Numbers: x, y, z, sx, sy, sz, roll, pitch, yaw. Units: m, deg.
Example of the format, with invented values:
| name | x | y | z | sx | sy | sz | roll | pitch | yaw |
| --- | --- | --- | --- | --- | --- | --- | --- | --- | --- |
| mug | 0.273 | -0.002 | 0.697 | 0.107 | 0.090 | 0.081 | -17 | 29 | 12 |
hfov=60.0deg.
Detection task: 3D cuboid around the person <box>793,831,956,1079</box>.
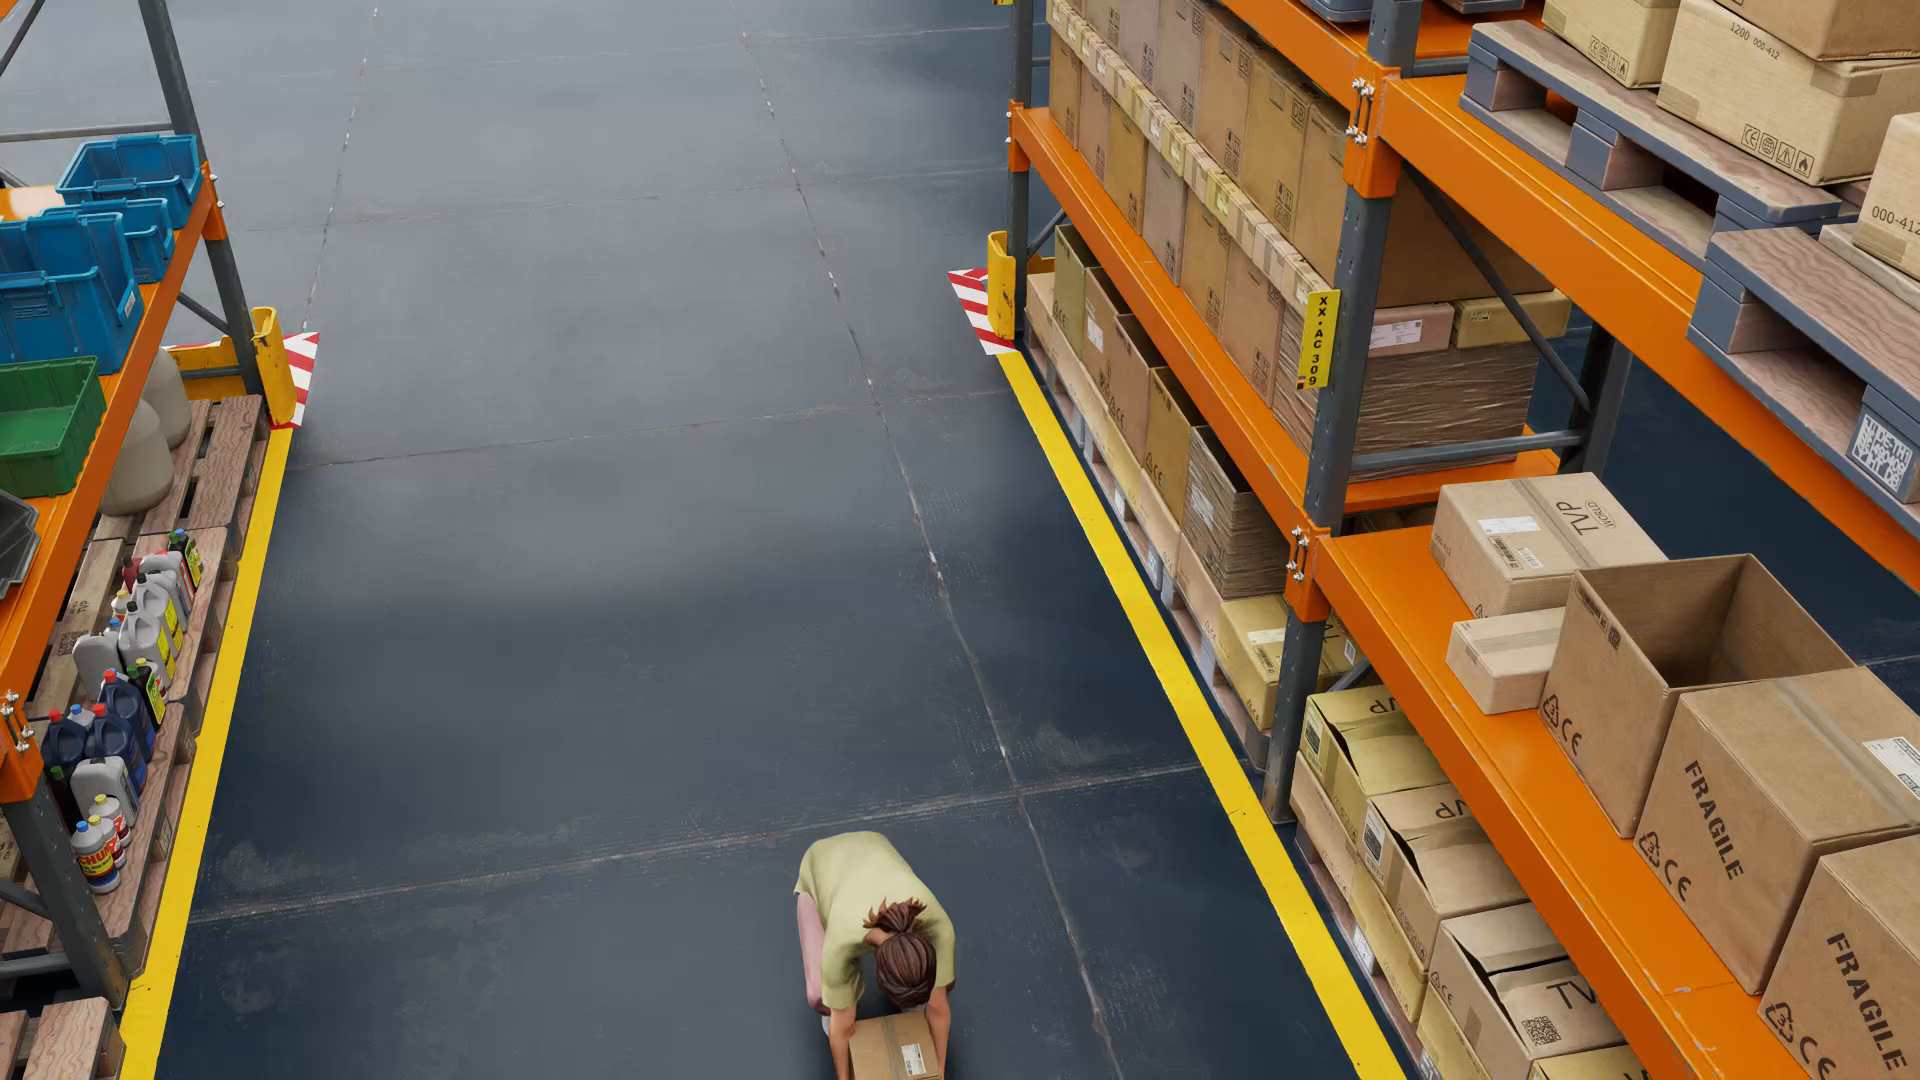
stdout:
| name | x | y | z | sx | sy | sz | roll | pitch | yaw |
| --- | --- | --- | --- | --- | --- | --- | --- | --- | --- |
| person | -0.261 | 1.291 | 5.151 | 0.465 | 0.818 | 0.835 | -8 | 35 | -11 |
